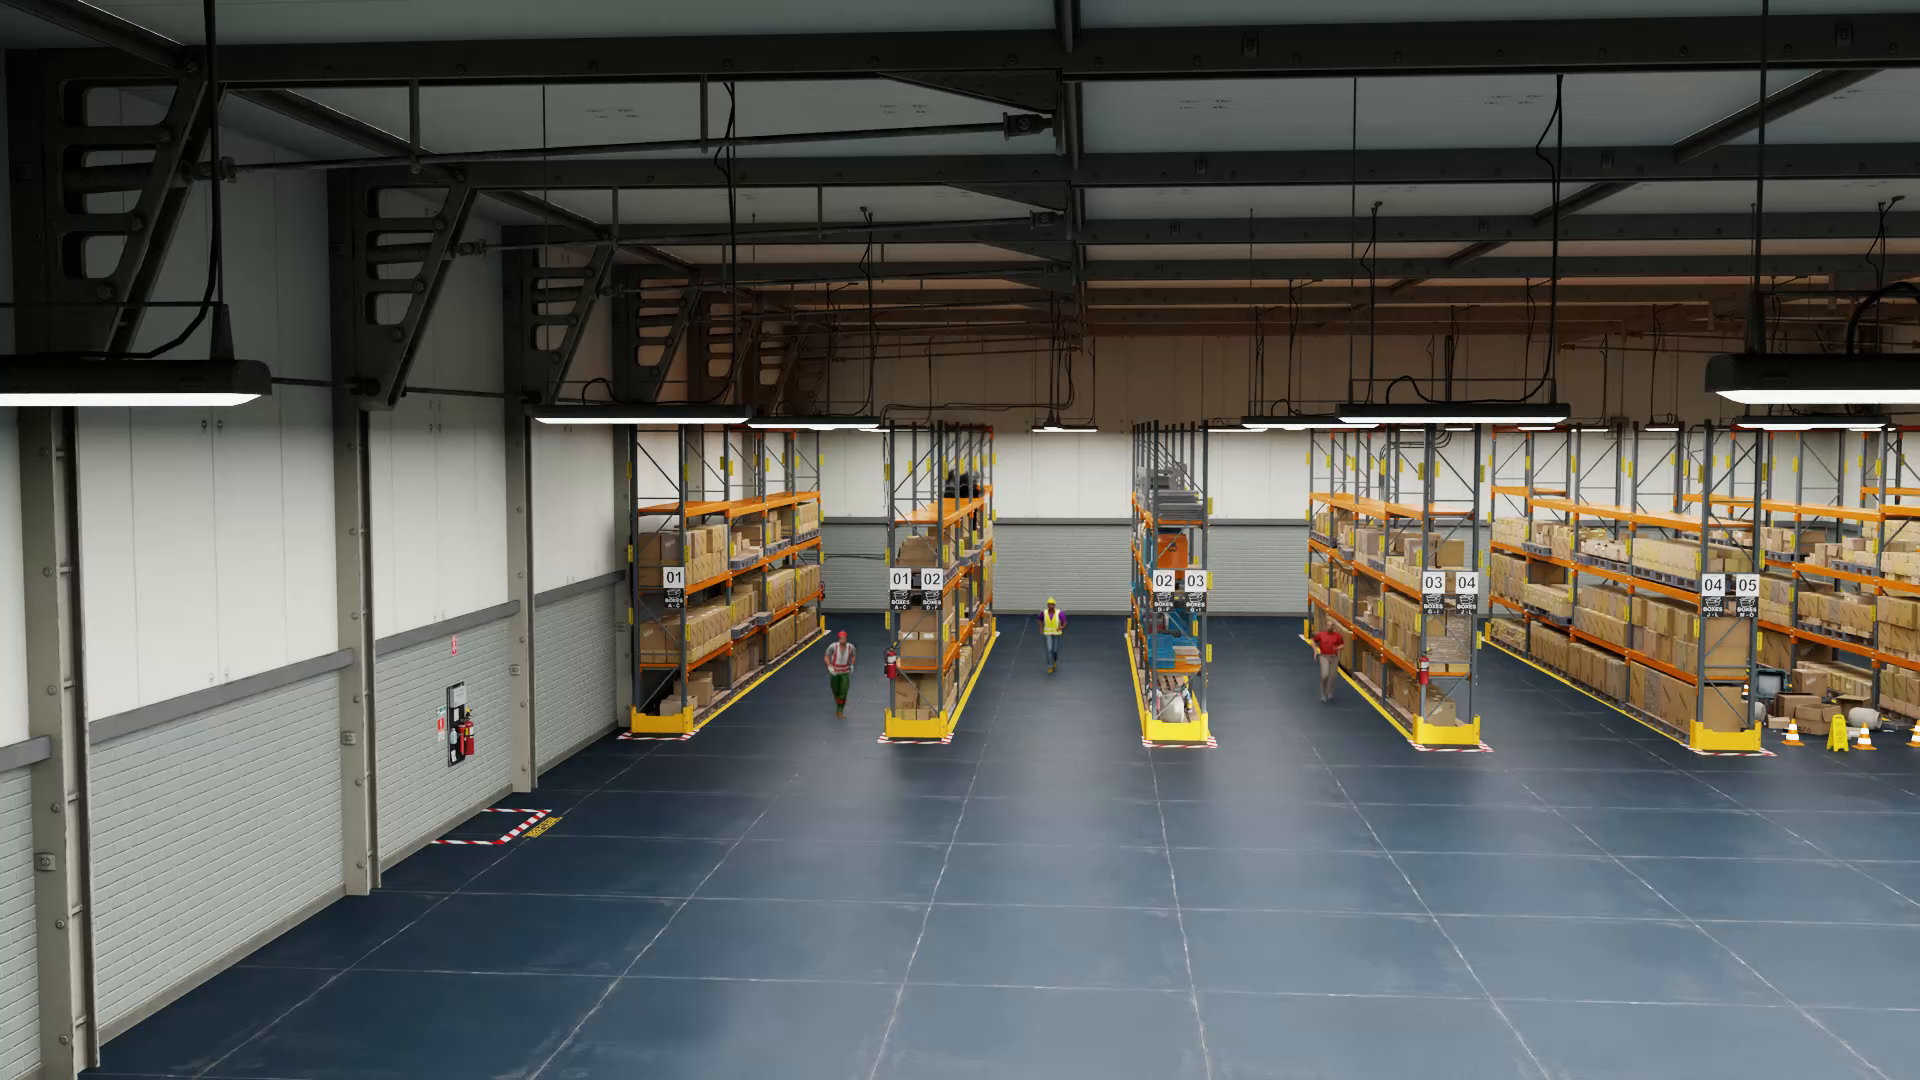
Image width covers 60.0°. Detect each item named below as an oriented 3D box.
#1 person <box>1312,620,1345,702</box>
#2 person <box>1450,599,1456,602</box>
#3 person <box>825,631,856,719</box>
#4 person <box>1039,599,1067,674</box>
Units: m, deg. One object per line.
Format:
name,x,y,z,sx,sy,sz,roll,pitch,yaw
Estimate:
person,7.931,2.615,35.730,0.637,1.781,0.738,0,4,0
person,13.386,1.970,46.223,0.828,1.661,0.718,-3,5,-42
person,-2.438,2.715,33.961,0.659,1.766,0.986,-1,4,-9
person,2.237,2.289,40.056,0.686,1.772,0.886,0,4,5
